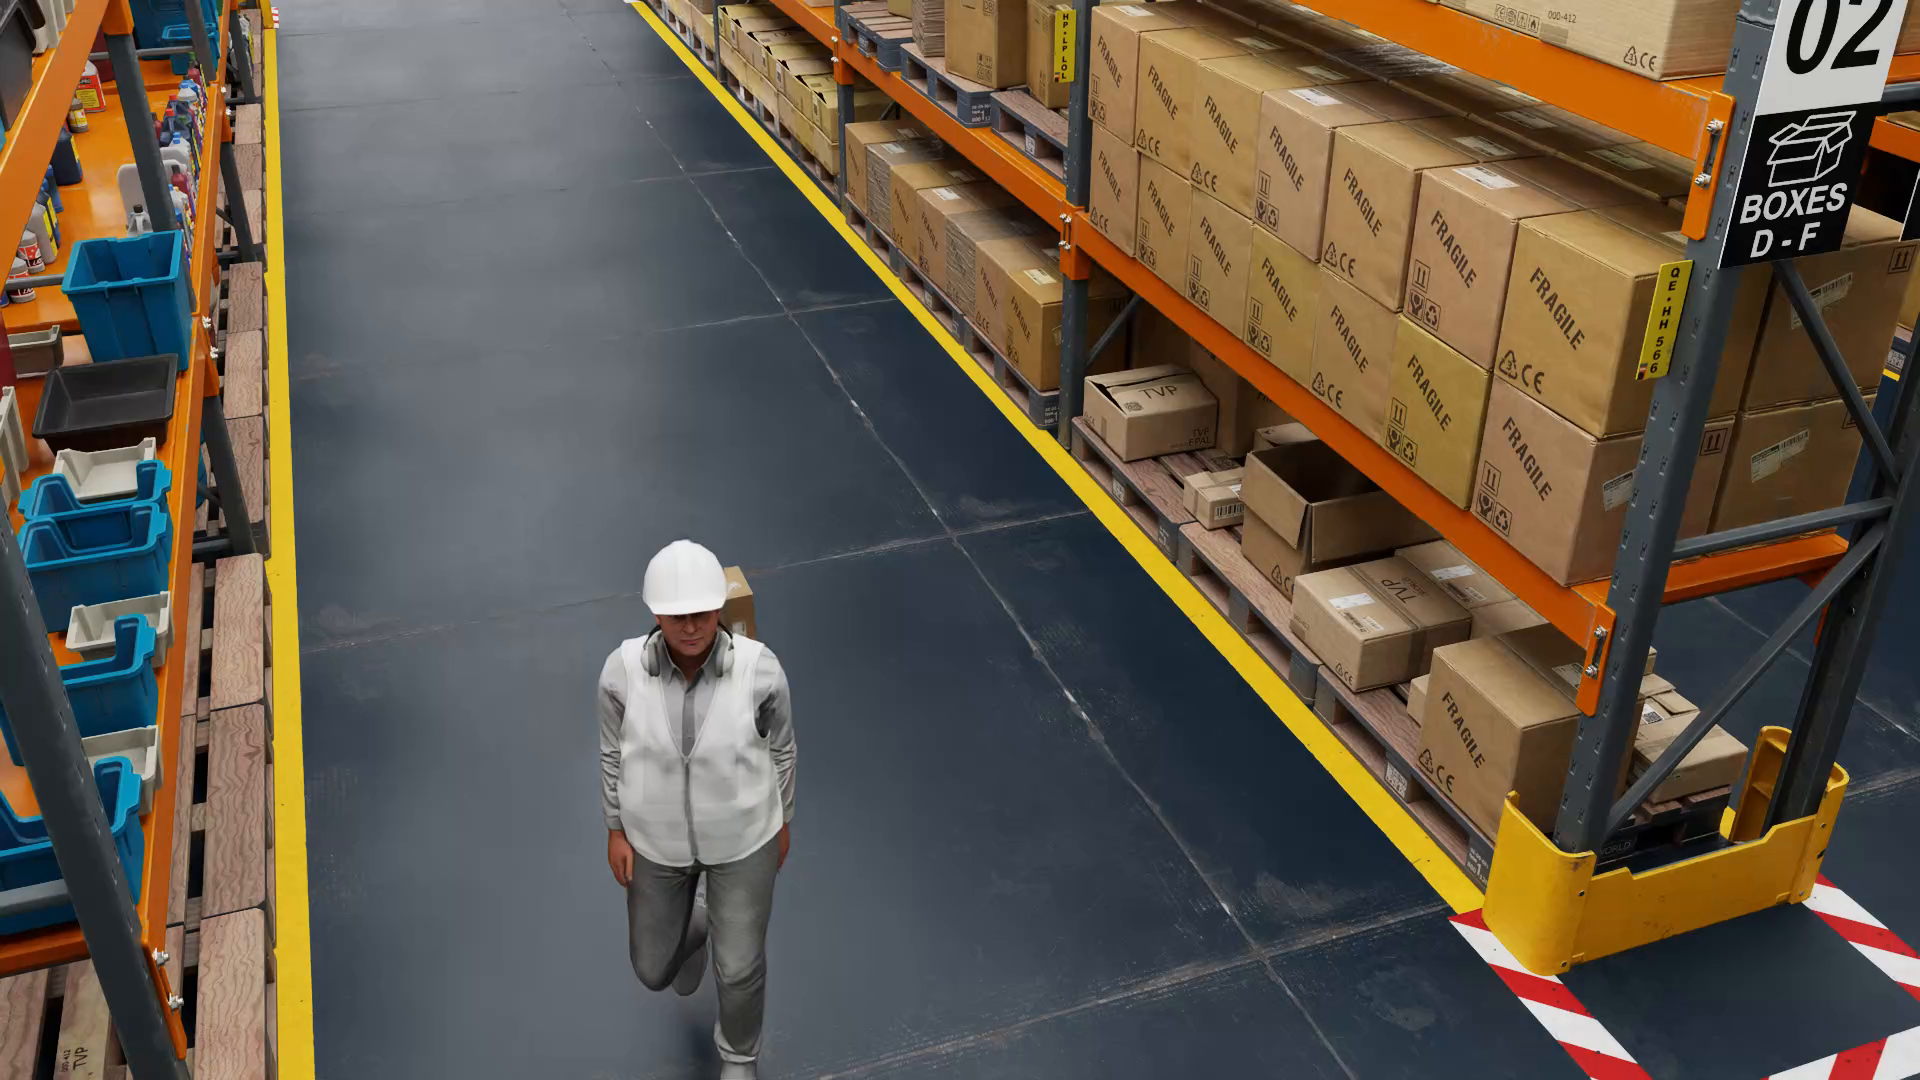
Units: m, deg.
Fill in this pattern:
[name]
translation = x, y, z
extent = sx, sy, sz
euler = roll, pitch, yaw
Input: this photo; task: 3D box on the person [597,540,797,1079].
[person]
translation = -0.720, 0.787, 4.672
extent = 0.543, 1.757, 0.645
euler = -1, 30, -1
